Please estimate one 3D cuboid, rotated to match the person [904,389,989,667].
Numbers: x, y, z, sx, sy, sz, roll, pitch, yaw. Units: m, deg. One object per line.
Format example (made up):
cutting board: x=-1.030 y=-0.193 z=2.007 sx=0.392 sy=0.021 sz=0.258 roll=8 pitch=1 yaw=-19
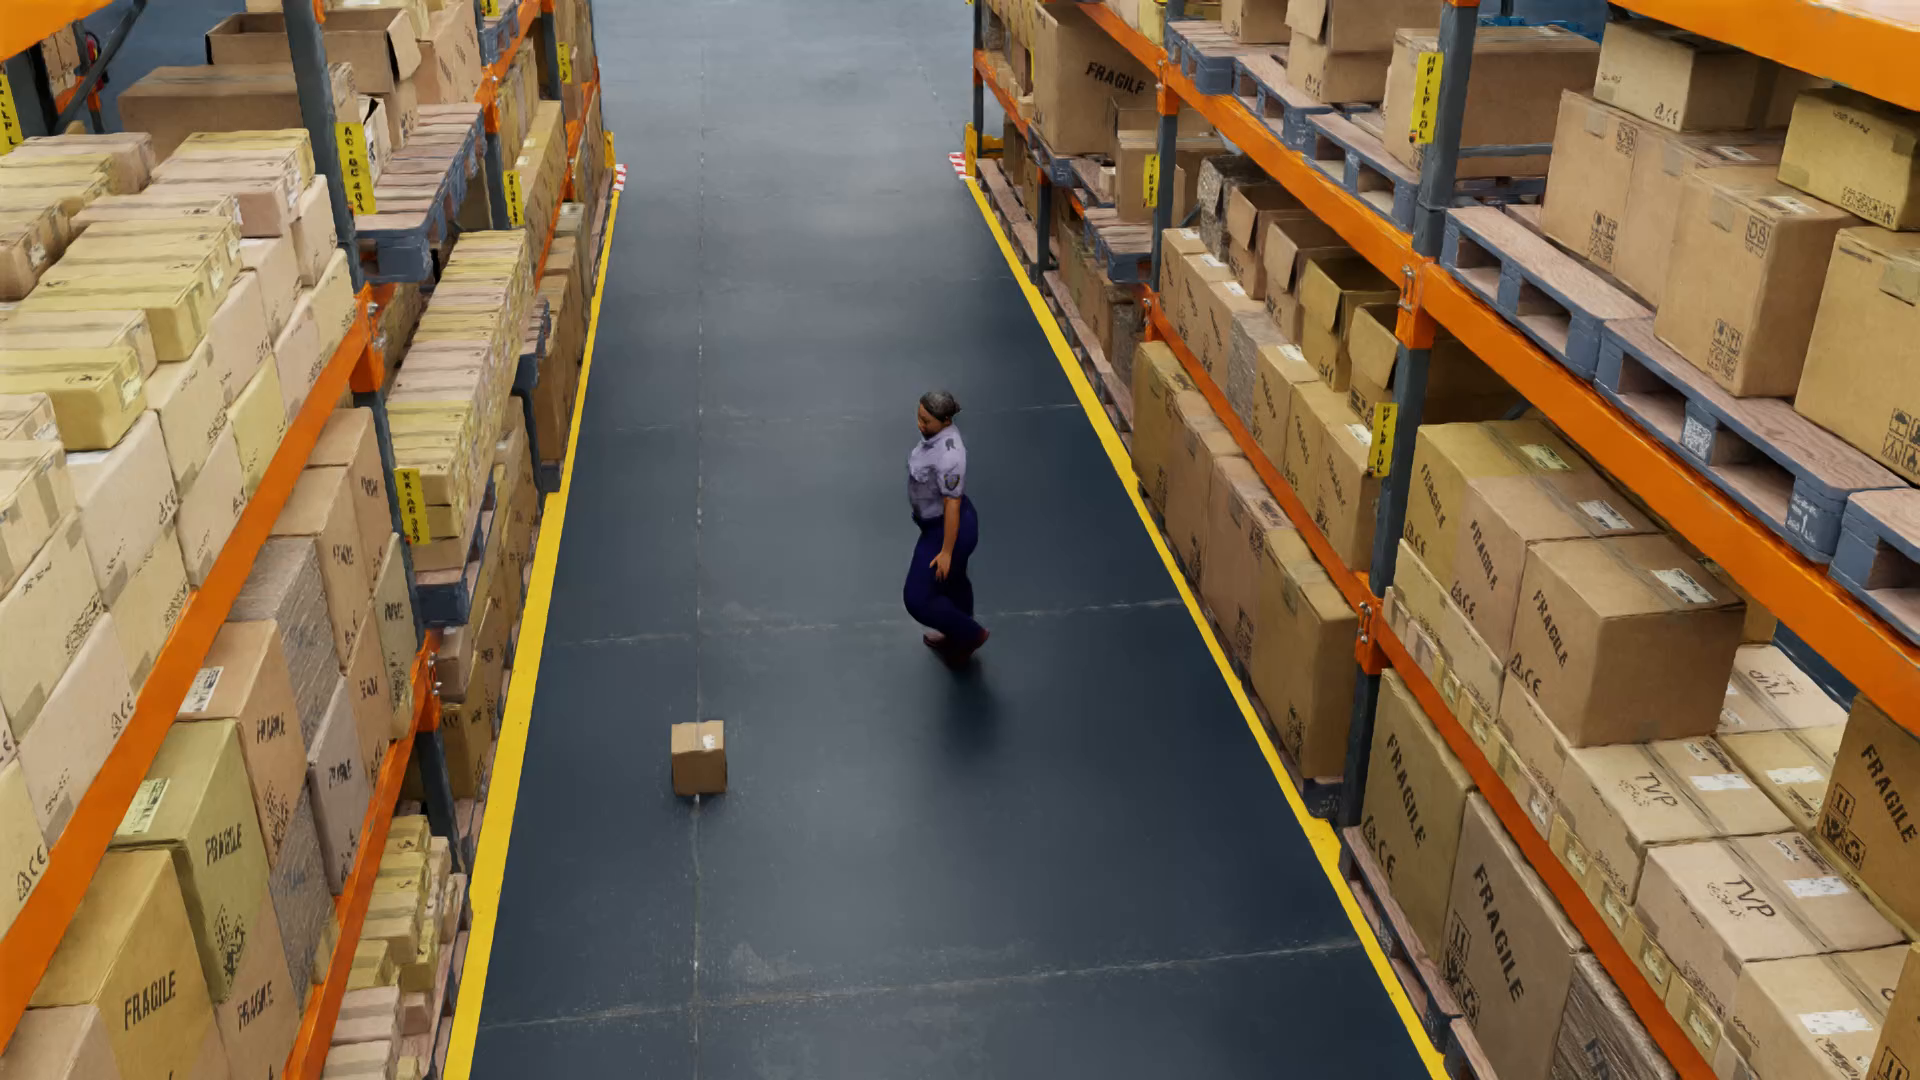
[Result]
person: x=-0.079 y=-0.045 z=8.684 sx=0.459 sy=1.632 sz=0.592 roll=-2 pitch=27 yaw=-5
